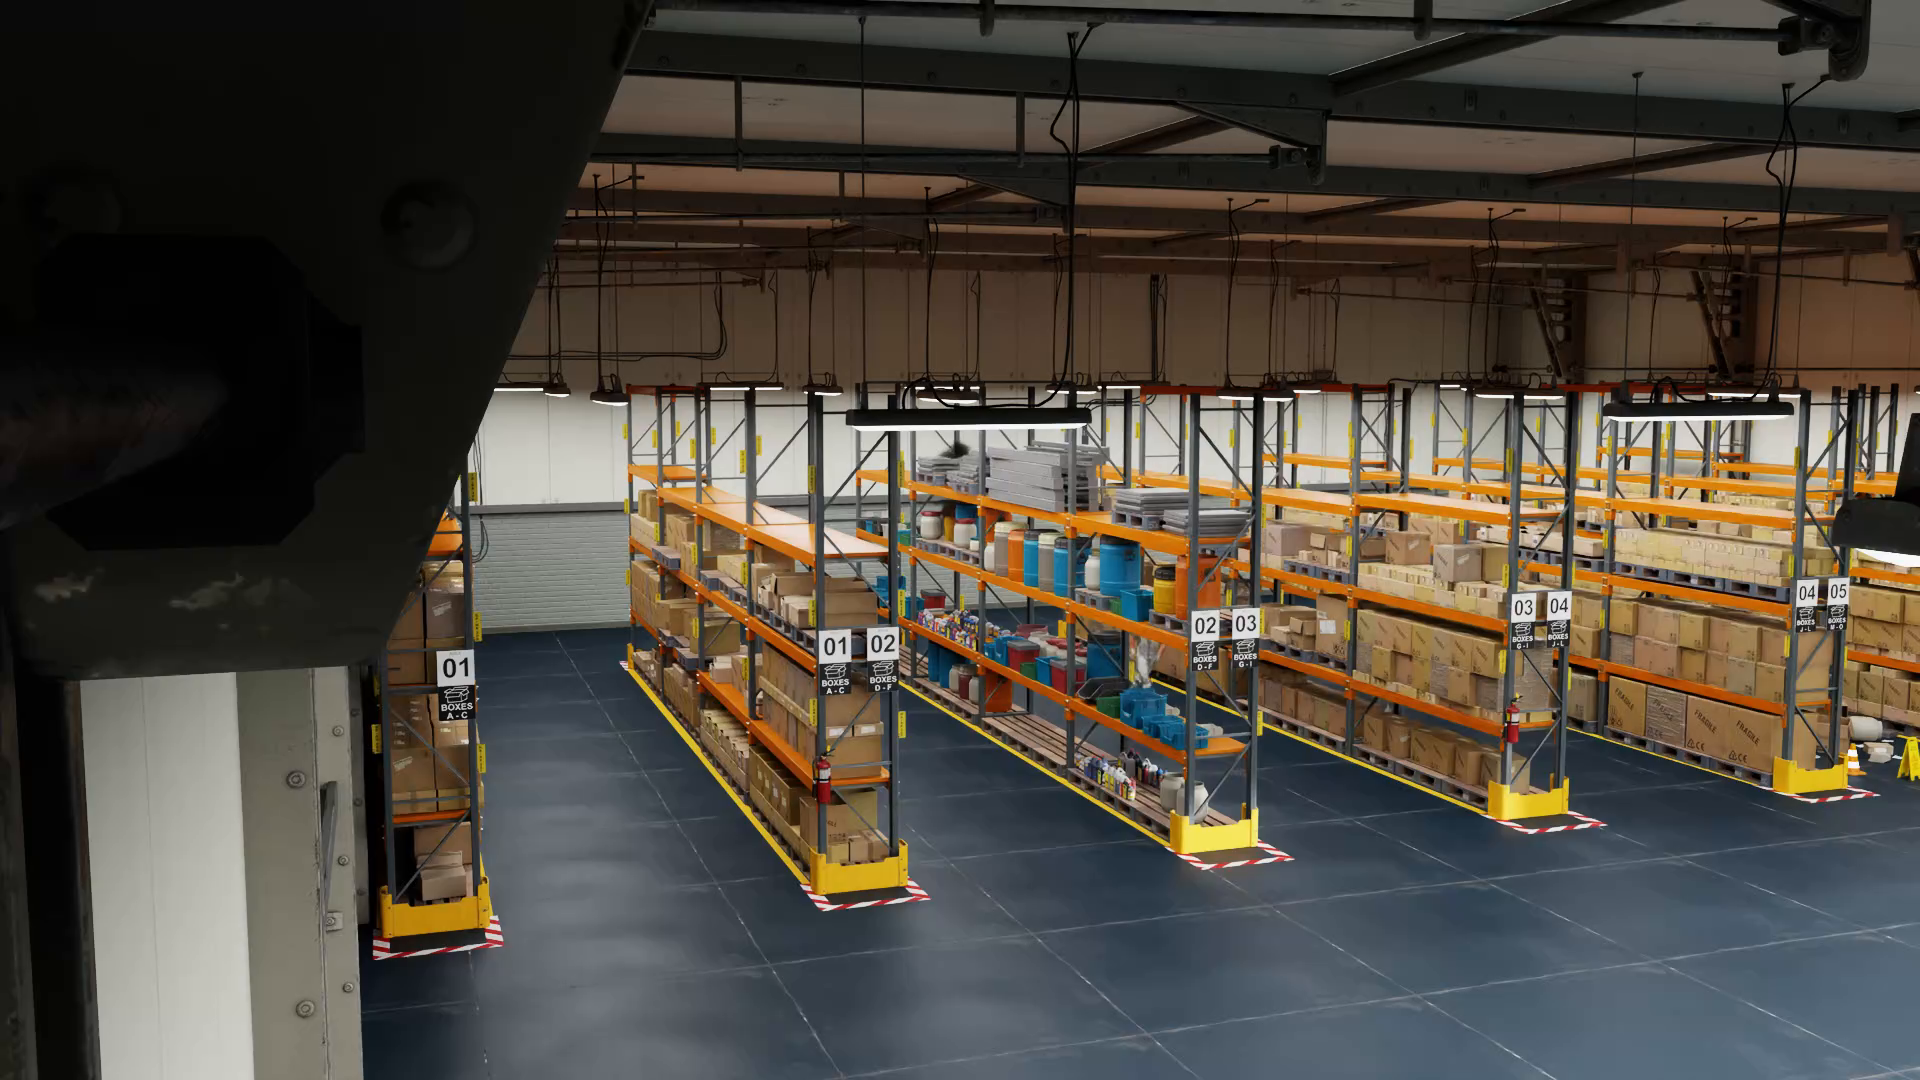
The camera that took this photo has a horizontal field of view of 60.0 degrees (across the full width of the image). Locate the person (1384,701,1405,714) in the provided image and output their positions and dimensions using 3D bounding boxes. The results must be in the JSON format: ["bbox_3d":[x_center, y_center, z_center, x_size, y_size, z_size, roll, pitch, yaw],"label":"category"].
[{"bbox_3d":[7.941,2.497,29.609,0.713,1.547,1.076,-1,6,-14],"label":"person"}]

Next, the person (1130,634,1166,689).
[{"bbox_3d":[3.548,2.243,31.777,0.679,1.624,1.091,-1,6,-9],"label":"person"}]
